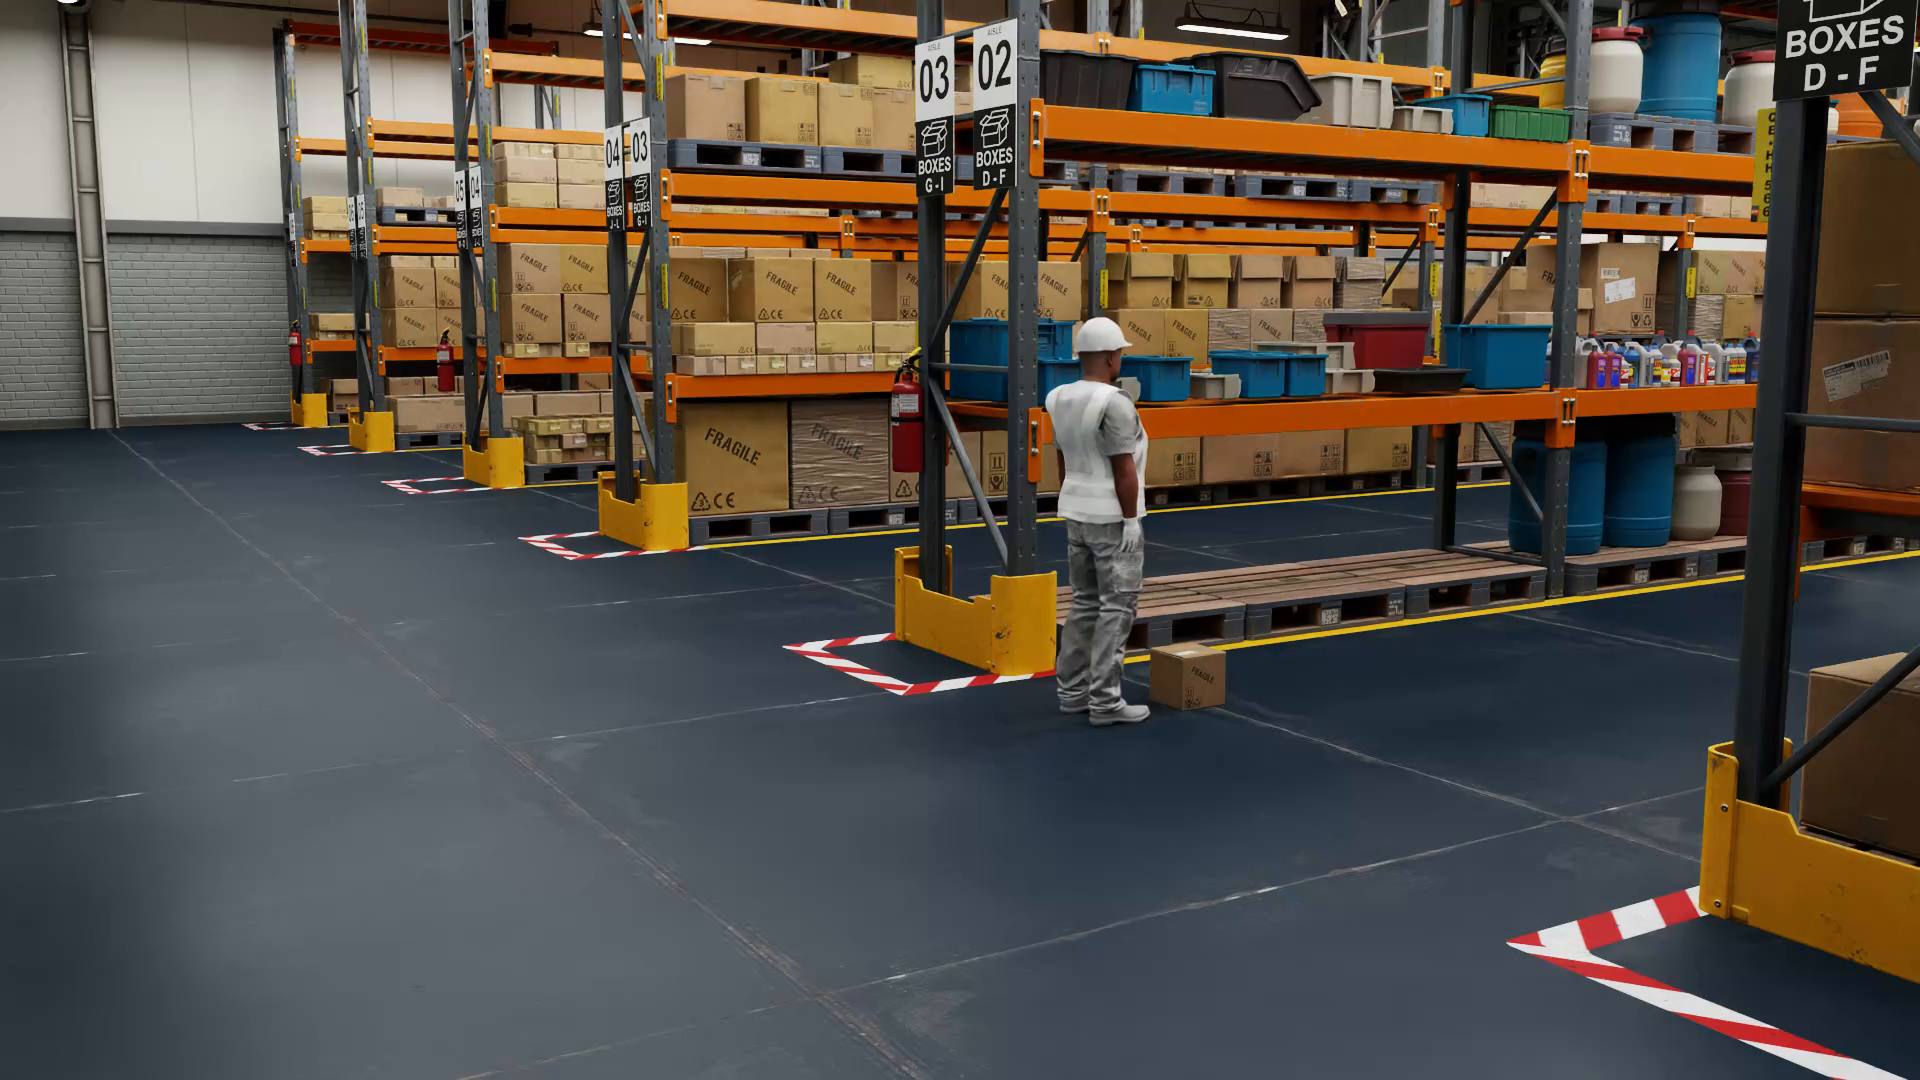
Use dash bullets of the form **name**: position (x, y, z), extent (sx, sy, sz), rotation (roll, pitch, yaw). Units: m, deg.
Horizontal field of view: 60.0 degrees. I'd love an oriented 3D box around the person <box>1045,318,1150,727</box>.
- **person**: position (0.624, -0.090, 7.391), extent (0.354, 1.779, 0.541), rotation (-5, 9, -30)
